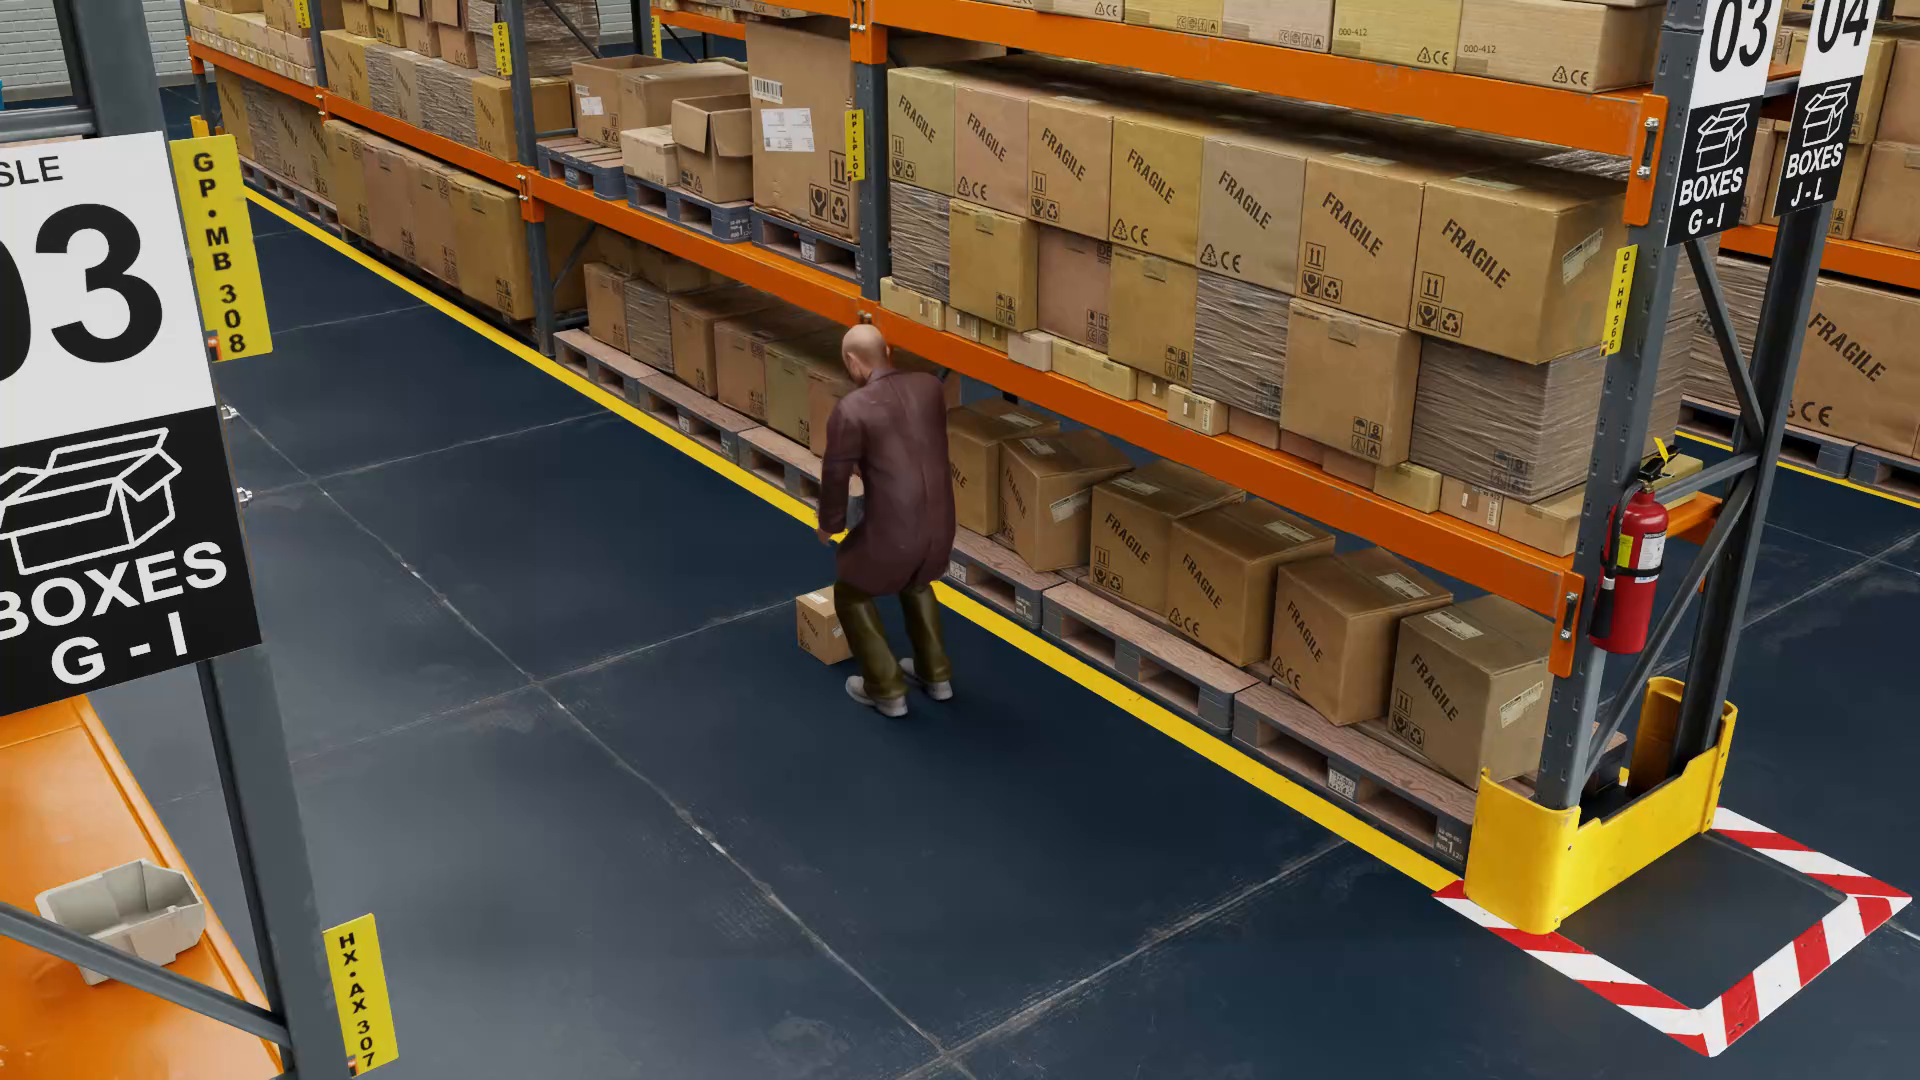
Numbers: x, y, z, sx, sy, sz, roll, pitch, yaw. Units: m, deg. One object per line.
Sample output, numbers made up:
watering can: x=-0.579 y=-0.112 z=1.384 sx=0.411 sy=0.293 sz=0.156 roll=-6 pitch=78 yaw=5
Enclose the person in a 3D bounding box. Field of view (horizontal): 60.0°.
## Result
person: x=-0.294 y=-0.072 z=6.944 sx=0.611 sy=1.653 sz=0.523 roll=-17 pitch=29 yaw=-32
